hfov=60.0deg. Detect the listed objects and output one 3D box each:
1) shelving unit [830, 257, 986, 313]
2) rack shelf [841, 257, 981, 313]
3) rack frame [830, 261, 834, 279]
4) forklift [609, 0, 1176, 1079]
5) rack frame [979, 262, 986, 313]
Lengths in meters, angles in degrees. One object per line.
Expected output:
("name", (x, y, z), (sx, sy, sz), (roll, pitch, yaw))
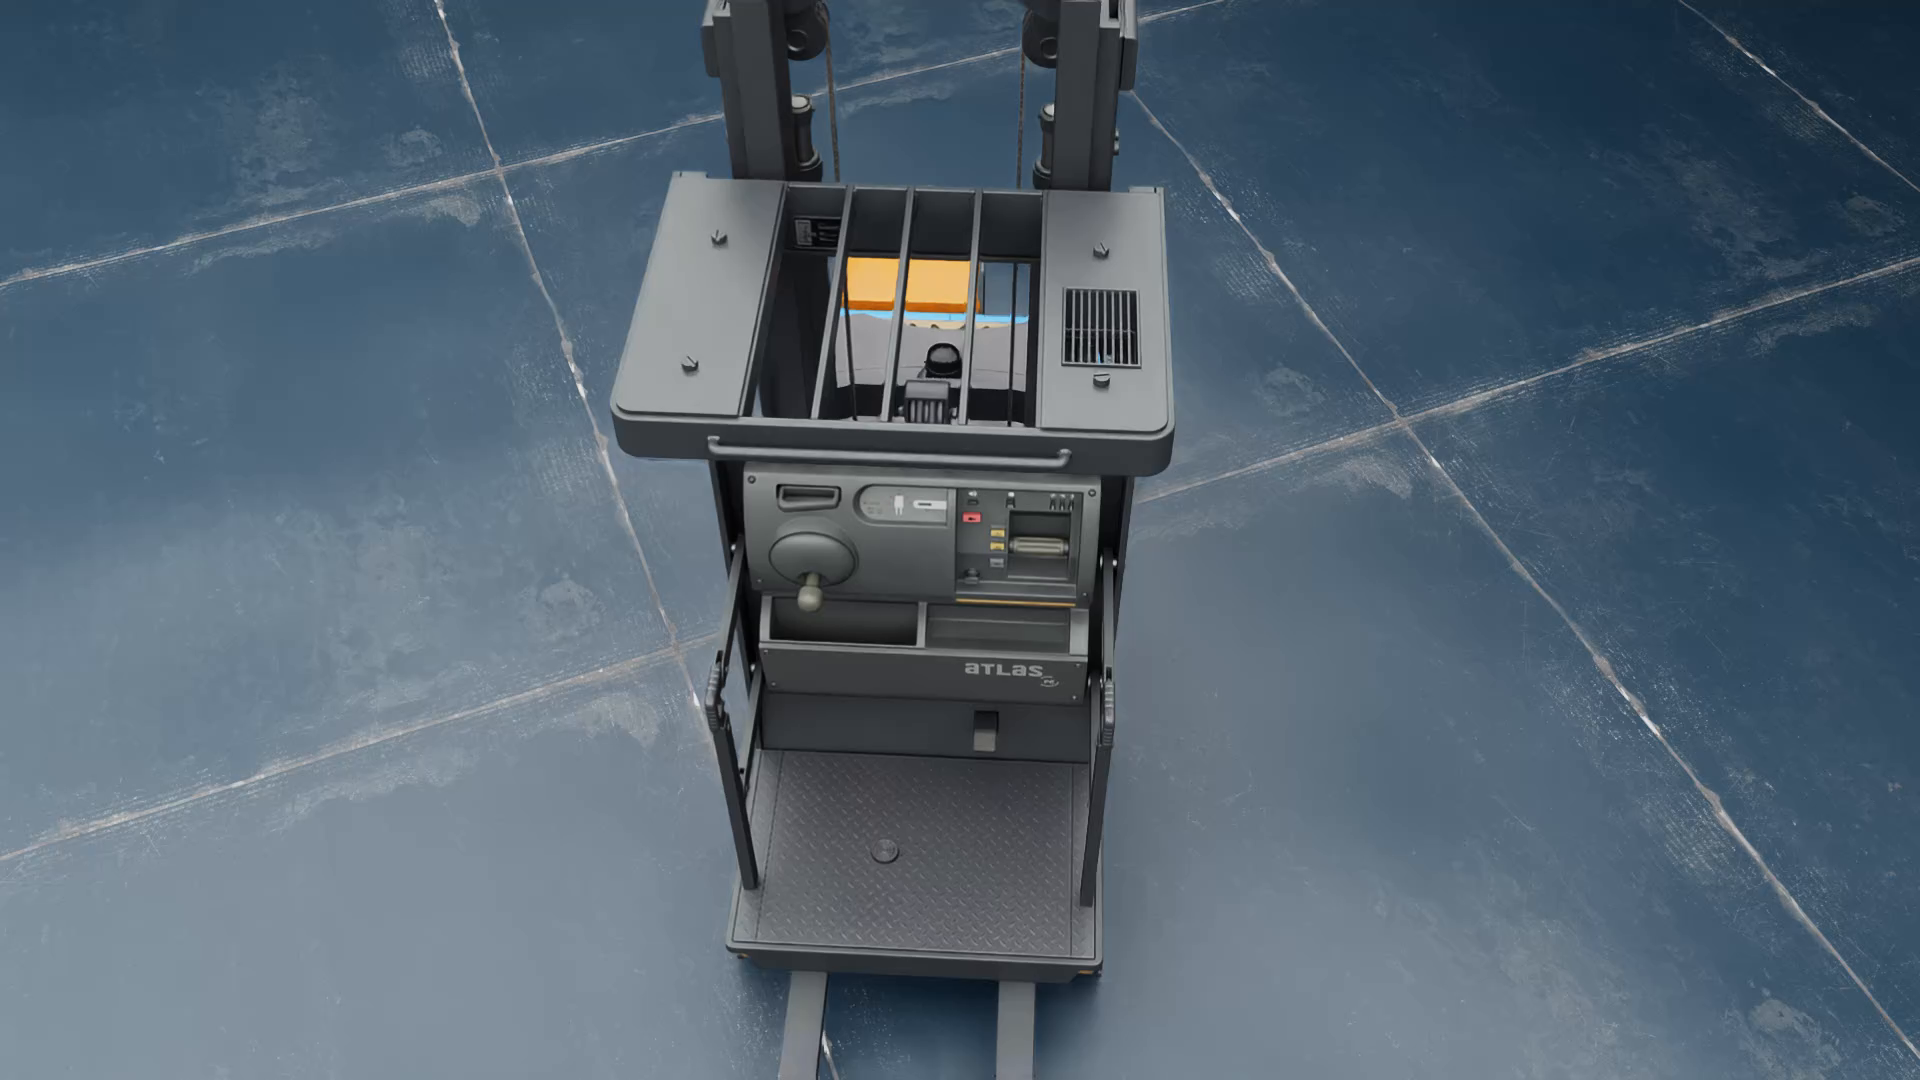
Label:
("shelving unit", (-0.168, -0.590, 5.966), (0.503, 1.200, 0.258), (2, 49, 2))
("rack shelf", (-0.168, -0.846, 5.668), (0.480, 0.148, 0.258), (2, 49, 2))
("rack frame", (-0.411, -0.599, 5.973), (0.015, 1.200, 0.240), (2, 49, 2))
("forklift", (-0.110, 0.108, 4.225), (1.130, 2.935, 3.031), (2, 49, 2))
("rack frame", (0.076, -0.582, 5.959), (0.015, 1.200, 0.240), (2, 49, 2))
